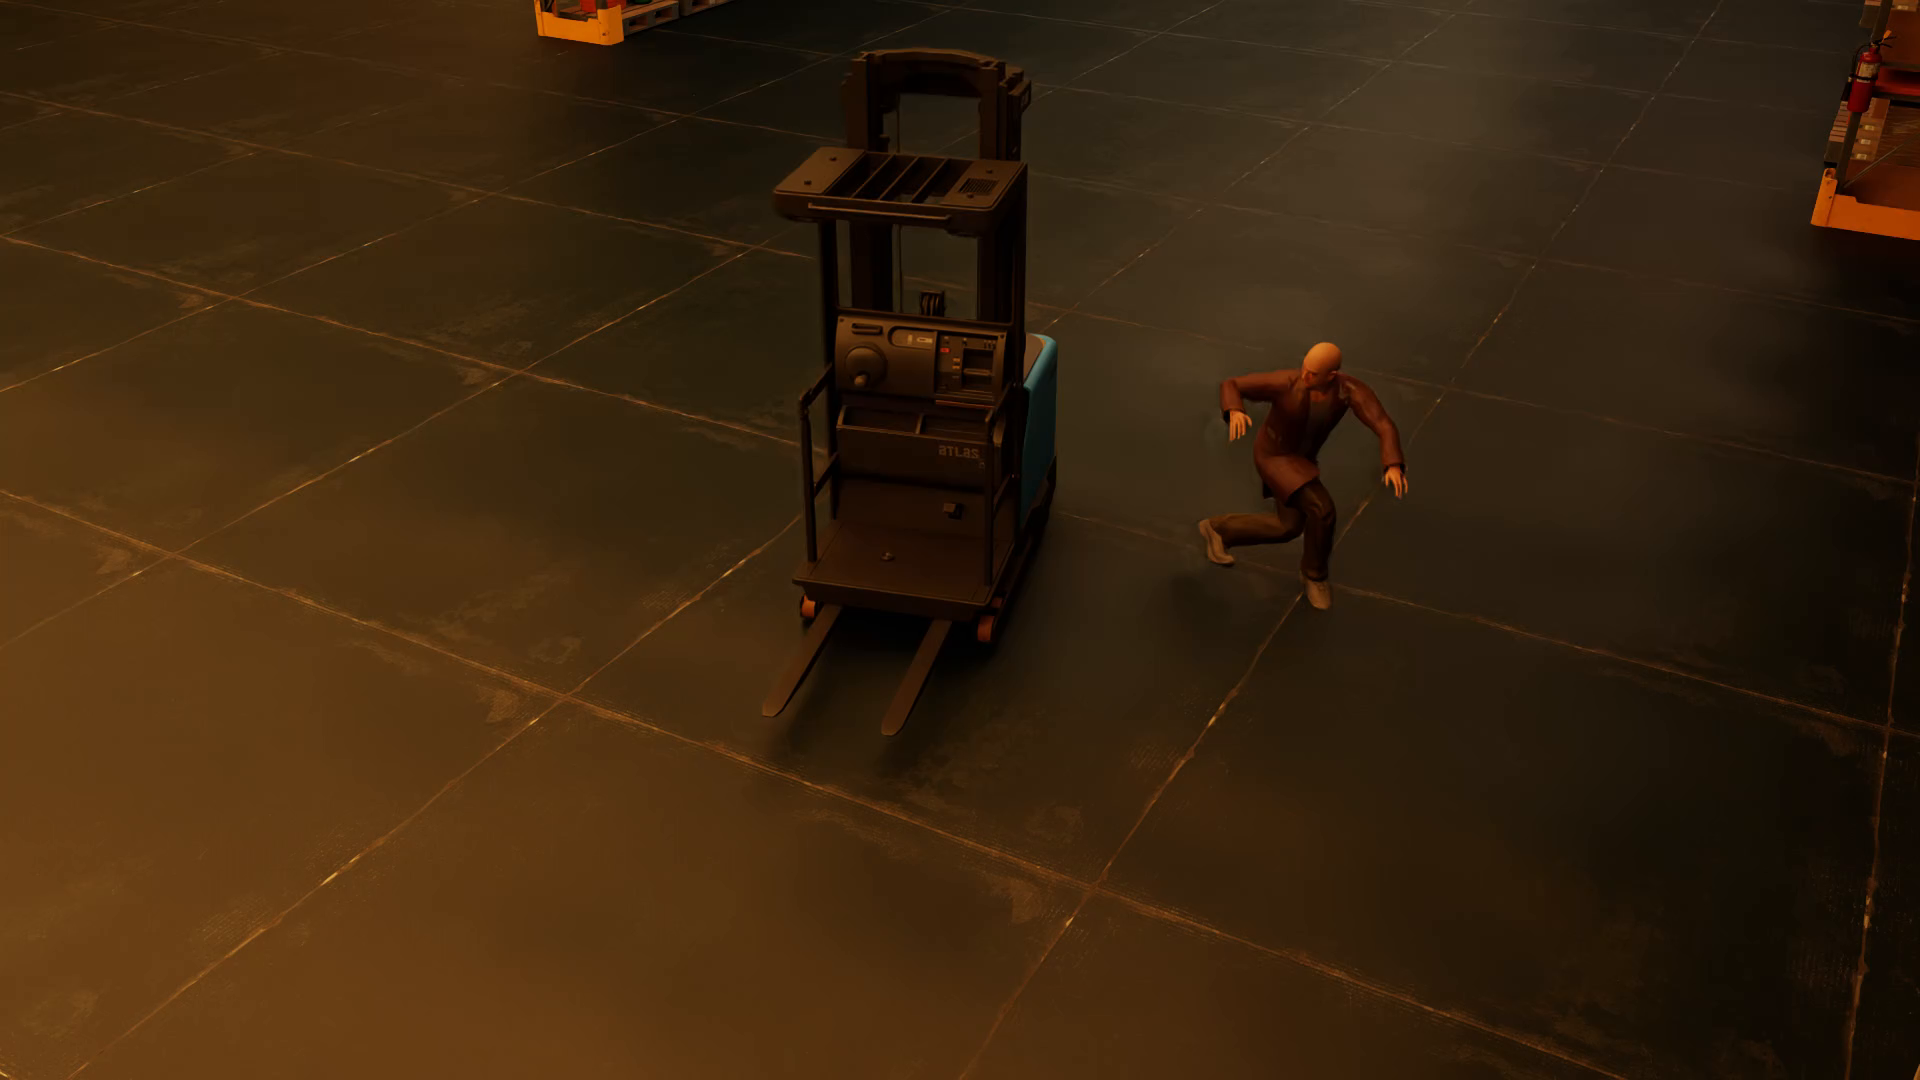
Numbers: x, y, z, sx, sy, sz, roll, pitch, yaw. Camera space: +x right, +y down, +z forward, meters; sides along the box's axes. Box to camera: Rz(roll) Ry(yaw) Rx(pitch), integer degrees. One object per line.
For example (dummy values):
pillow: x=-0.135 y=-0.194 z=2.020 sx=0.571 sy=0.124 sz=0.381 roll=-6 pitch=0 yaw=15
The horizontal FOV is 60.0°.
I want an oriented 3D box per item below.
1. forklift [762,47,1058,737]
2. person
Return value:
forklift: x=-0.263 y=-0.915 z=8.656 sx=1.130 sy=2.935 sz=3.031 roll=7 pitch=31 yaw=12
person: x=1.836 y=-0.337 z=9.106 sx=0.917 sy=1.531 sz=1.203 roll=-18 pitch=34 yaw=-28
